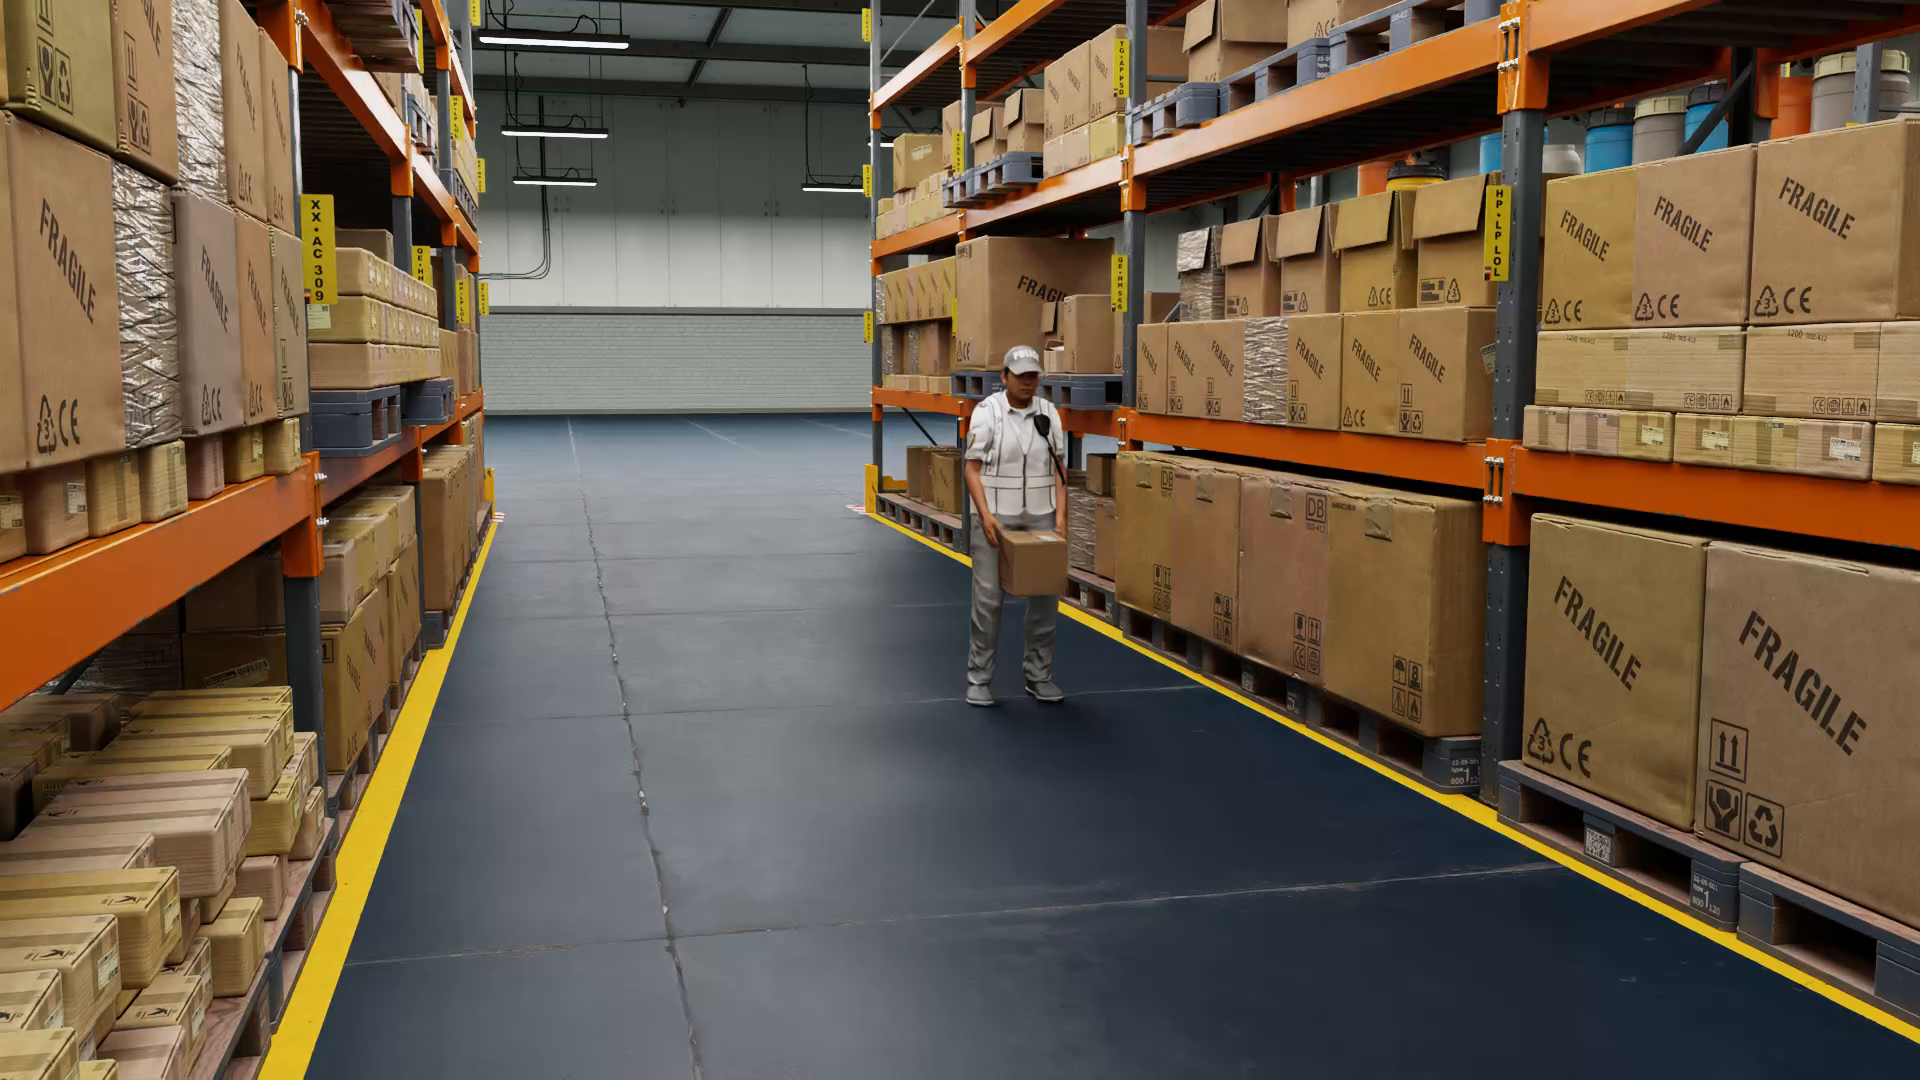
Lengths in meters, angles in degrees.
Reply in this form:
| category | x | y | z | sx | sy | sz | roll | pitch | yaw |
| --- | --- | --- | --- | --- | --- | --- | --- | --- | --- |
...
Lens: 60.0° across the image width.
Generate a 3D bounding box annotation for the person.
| category | x | y | z | sx | sy | sz | roll | pitch | yaw |
| --- | --- | --- | --- | --- | --- | --- | --- | --- | --- |
| person | 0.260 | -0.077 | 7.835 | 0.516 | 1.672 | 0.418 | -2 | 6 | -15 |
